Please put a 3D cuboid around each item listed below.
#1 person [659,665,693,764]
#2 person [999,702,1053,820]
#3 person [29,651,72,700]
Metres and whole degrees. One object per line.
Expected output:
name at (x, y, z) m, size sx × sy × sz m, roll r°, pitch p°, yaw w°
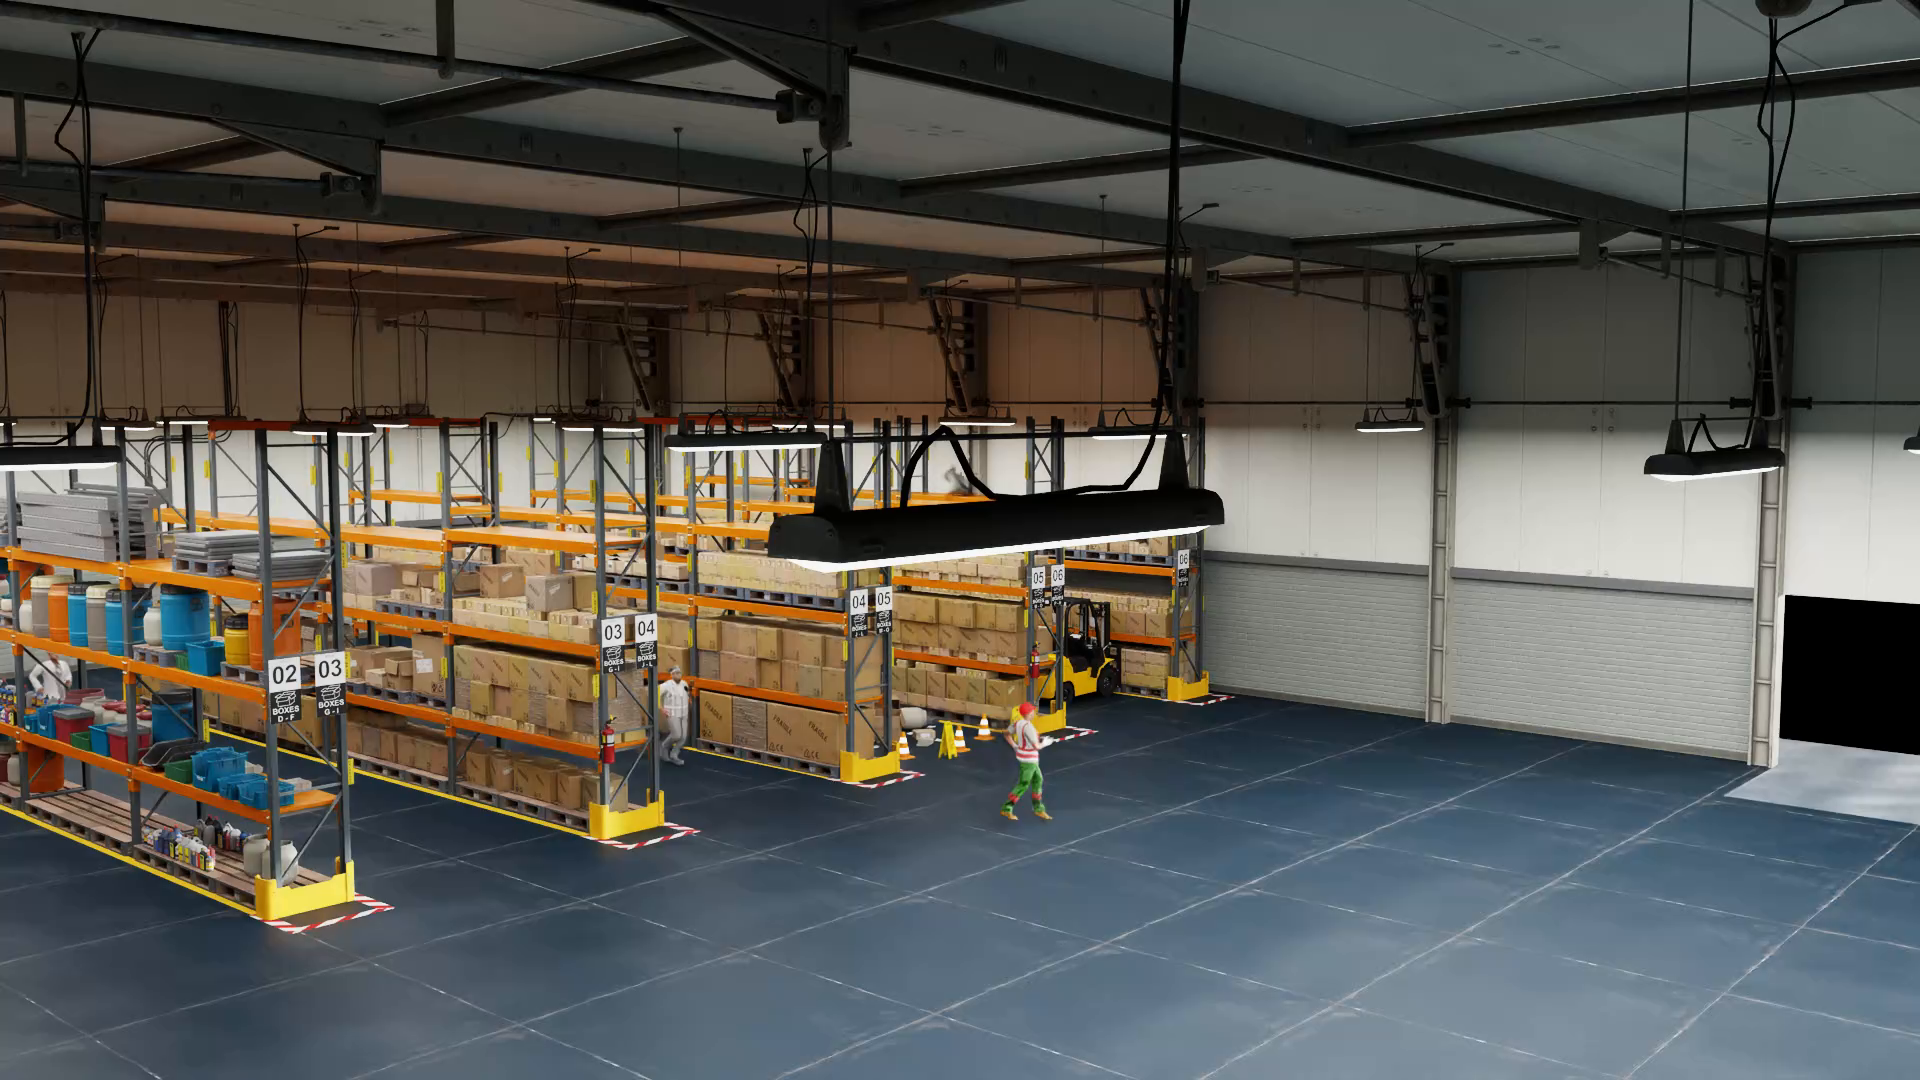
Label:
person at (-4.918, 3.045, 28.990) m, size 0.529 × 1.757 × 0.710 m, roll 5°, pitch 7°, yaw 44°
person at (0.997, 3.345, 24.970) m, size 0.862 × 1.835 × 0.653 m, roll -1°, pitch 5°, yaw -12°
person at (-16.838, 2.879, 31.001) m, size 0.663 × 1.739 × 0.693 m, roll 2°, pitch 5°, yaw 26°
